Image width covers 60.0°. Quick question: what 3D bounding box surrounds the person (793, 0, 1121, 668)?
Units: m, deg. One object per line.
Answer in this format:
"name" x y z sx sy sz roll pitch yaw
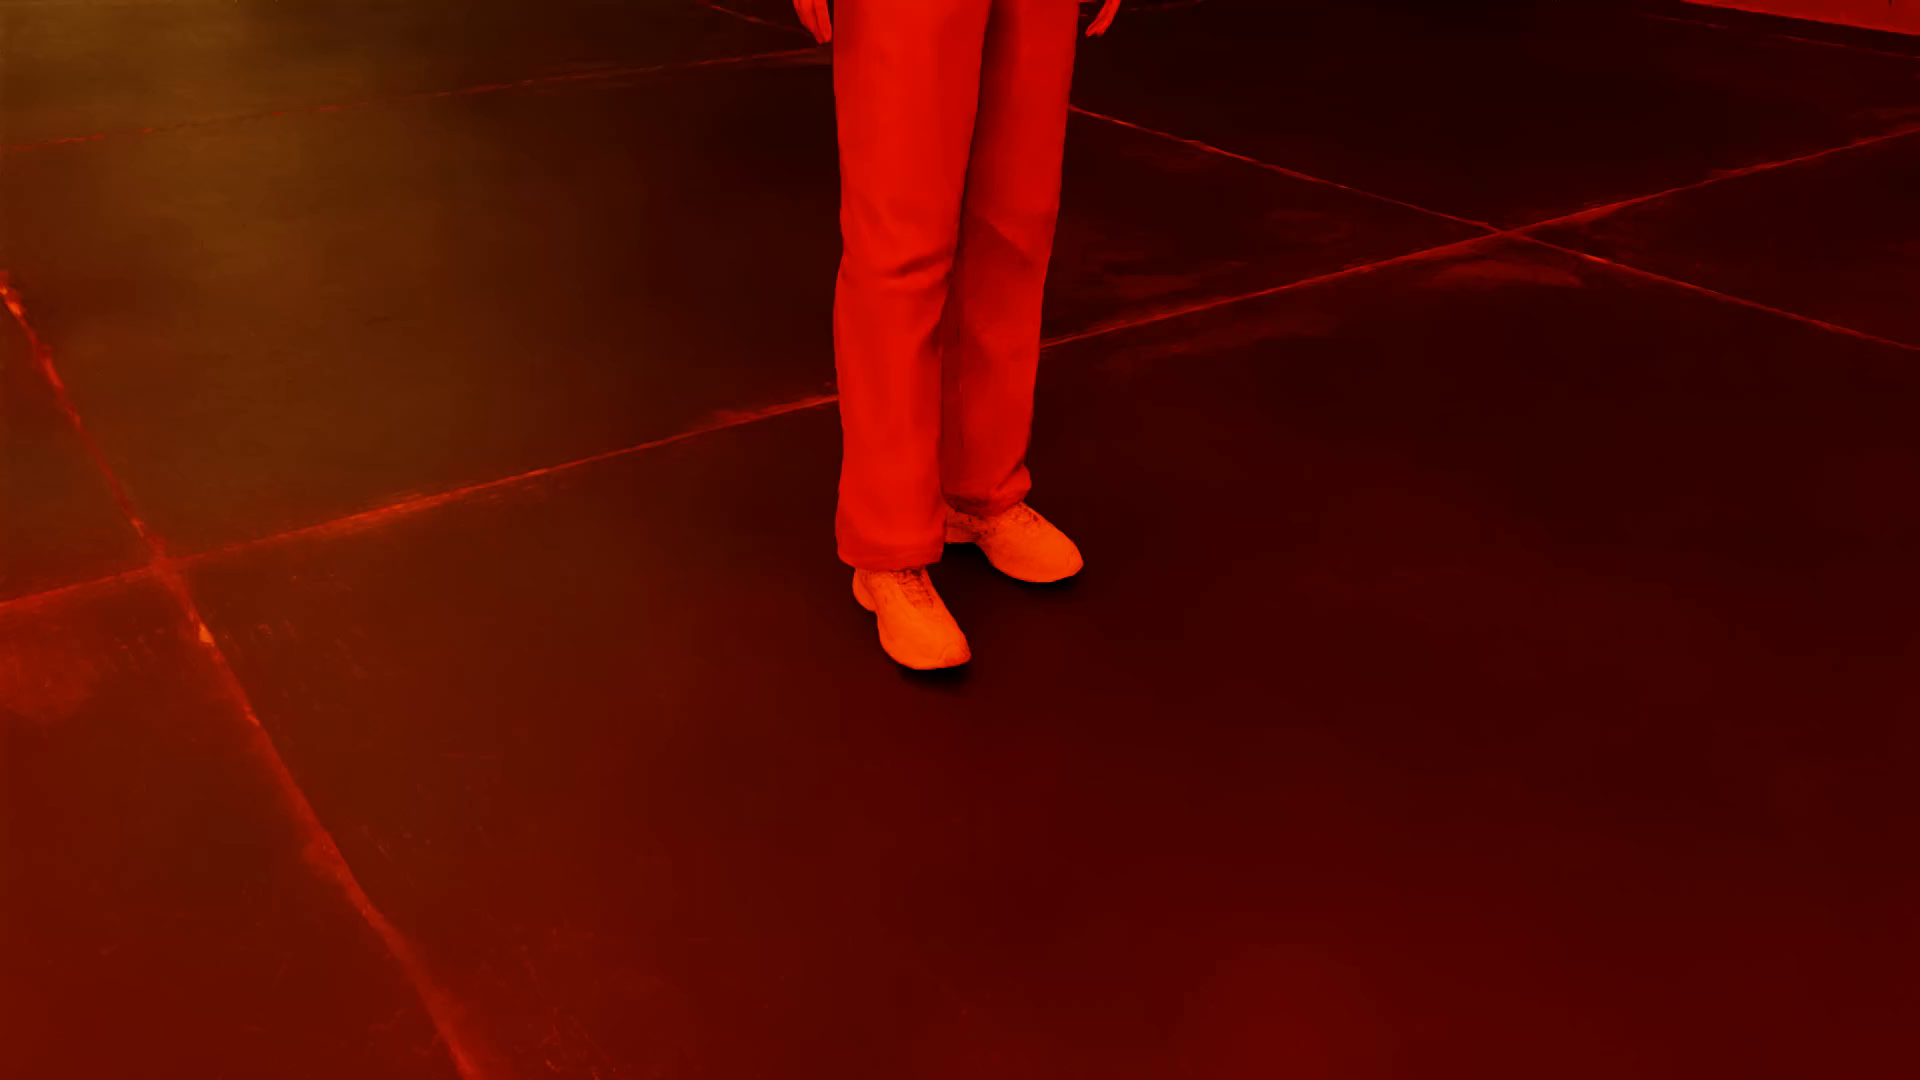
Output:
"person" 0.033 -0.725 2.061 0.554 1.674 0.548 -17 31 -31
